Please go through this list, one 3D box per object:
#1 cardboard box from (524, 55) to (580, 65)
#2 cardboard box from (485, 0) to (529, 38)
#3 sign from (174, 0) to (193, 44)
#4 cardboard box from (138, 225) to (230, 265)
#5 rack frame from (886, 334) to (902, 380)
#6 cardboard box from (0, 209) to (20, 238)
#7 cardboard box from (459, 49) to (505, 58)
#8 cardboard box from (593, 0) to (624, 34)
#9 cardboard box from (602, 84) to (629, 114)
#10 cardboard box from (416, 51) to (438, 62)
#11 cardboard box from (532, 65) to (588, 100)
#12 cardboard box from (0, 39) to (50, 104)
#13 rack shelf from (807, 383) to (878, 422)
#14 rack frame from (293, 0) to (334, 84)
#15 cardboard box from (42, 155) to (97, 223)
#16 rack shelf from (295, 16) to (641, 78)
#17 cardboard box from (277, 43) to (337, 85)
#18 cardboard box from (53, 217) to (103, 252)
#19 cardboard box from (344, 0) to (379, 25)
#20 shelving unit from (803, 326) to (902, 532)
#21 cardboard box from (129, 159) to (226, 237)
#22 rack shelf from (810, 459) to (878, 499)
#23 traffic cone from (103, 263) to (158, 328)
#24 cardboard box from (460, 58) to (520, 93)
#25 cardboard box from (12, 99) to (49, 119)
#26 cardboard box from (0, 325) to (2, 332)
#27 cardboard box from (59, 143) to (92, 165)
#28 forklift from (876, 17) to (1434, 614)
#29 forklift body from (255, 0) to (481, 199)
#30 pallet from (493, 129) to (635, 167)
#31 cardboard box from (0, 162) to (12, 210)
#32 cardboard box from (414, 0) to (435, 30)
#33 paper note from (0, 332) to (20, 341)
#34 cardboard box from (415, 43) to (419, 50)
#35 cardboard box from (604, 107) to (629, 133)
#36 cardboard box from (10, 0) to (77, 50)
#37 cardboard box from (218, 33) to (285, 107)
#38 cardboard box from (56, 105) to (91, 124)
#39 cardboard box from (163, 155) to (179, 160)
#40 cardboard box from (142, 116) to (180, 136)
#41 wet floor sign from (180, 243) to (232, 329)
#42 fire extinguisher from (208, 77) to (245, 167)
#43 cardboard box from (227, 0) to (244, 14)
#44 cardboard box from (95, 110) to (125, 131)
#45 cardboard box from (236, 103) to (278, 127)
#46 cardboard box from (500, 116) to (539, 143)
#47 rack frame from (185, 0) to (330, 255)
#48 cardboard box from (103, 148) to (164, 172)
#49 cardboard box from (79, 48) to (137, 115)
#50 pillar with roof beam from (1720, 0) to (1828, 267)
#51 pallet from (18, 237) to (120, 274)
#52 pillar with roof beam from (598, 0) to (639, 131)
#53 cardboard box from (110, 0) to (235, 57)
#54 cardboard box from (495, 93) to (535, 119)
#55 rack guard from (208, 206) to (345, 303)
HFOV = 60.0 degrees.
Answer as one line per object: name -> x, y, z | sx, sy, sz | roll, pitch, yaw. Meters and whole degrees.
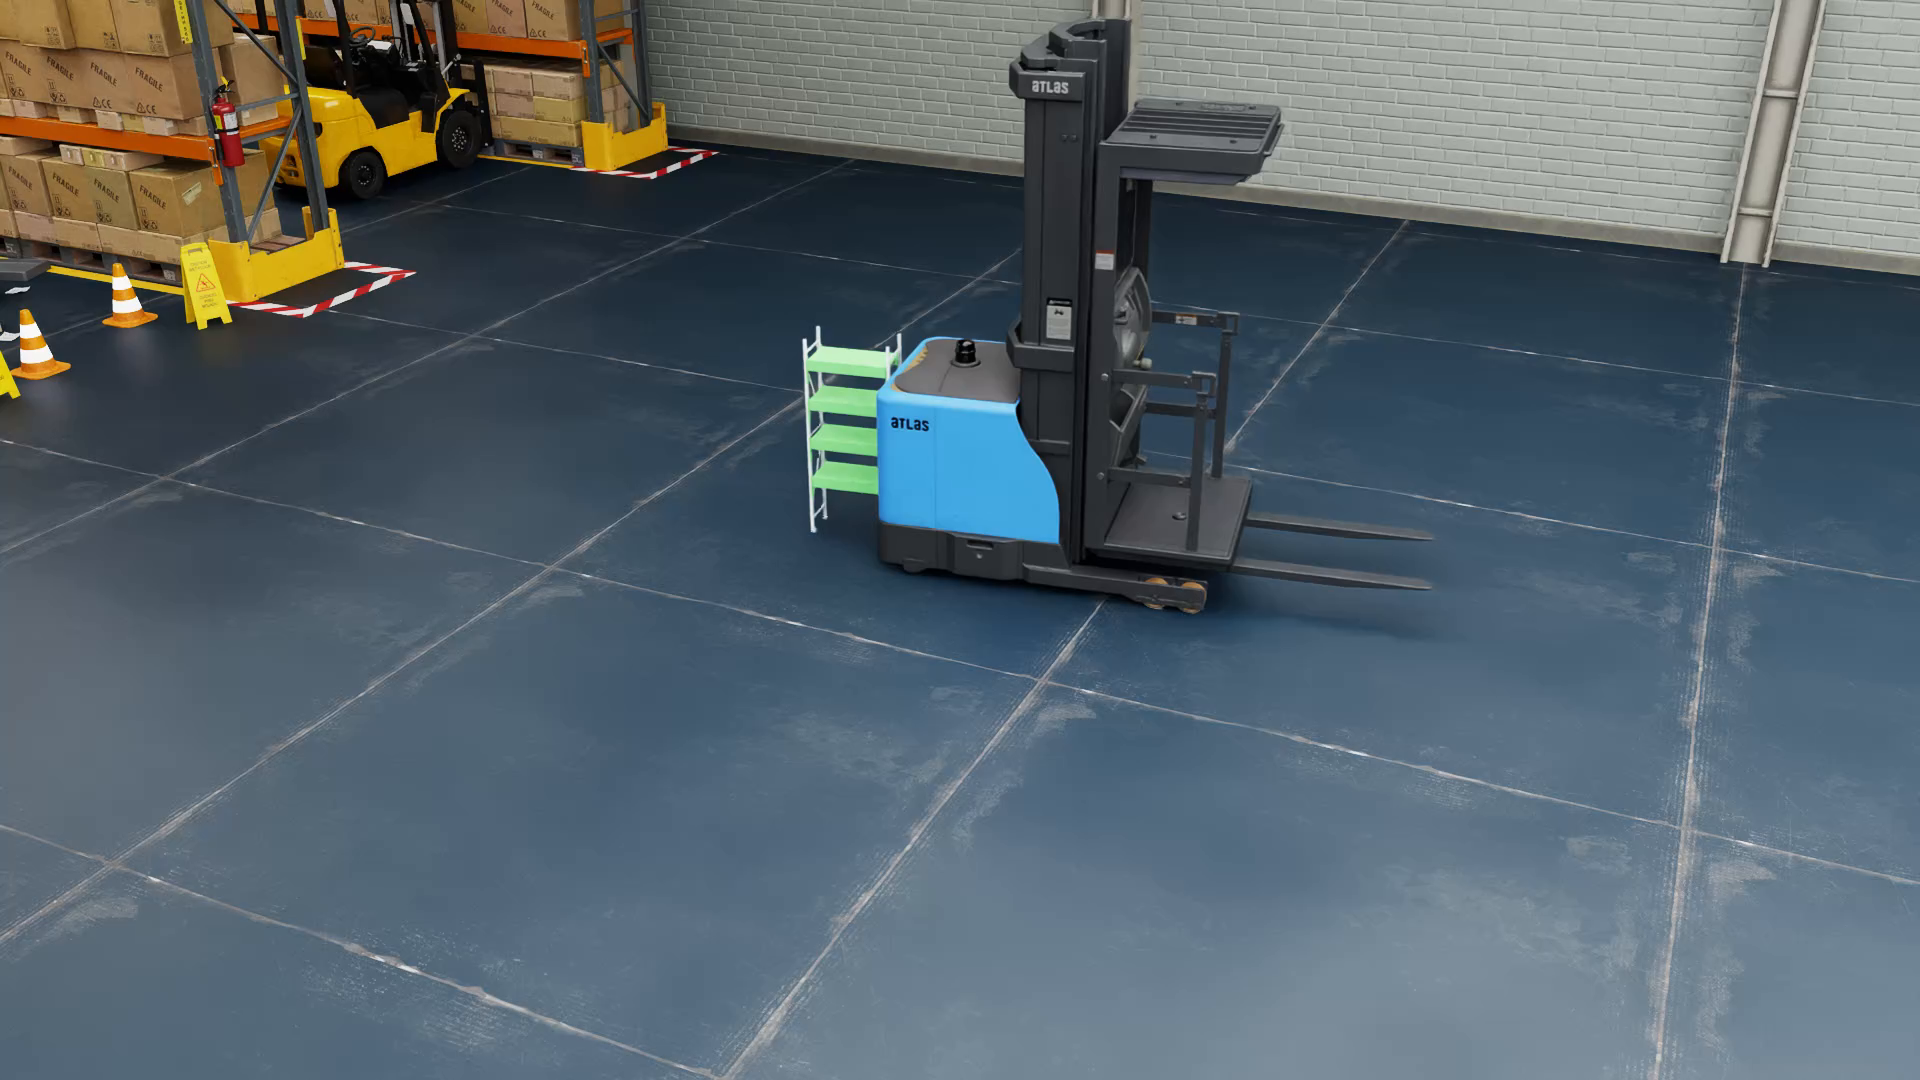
cardboard box -> -4.487, -5.201, 18.424 | 0.500, 0.250, 0.500 | 11, 28, 22
cardboard box -> -4.697, -5.672, 17.761 | 0.500, 0.500, 0.500 | 12, 29, 23
sign -> -5.971, -3.989, 12.788 | 0.005, 0.325, 0.100 | 11, 28, 22
cardboard box -> -6.592, -2.546, 14.163 | 0.500, 0.250, 0.500 | 11, 28, 22
rack frame -> -0.372, -0.578, 9.566 | 0.015, 1.200, 0.240 | 7, 27, 14
cardboard box -> -8.448, -2.924, 14.931 | 0.500, 0.250, 0.500 | 13, 29, 25
cardboard box -> -5.402, -5.393, 18.814 | 0.500, 0.250, 0.500 | 11, 28, 21
cardboard box -> -4.008, -5.791, 18.003 | 0.500, 0.500, 0.500 | 12, 29, 23
cardboard box -> -4.014, -4.893, 18.363 | 0.500, 0.250, 0.500 | 12, 29, 23
cardboard box -> -6.084, -5.280, 18.584 | 0.500, 0.250, 0.500 | 12, 29, 24
cardboard box -> -4.220, -4.906, 17.825 | 0.500, 0.250, 0.500 | 12, 29, 24
cardboard box -> -7.693, -4.001, 14.030 | 0.500, 0.500, 0.500 | 12, 29, 22
rack shelf -> -0.607, -0.765, 9.547 | 0.480, 0.148, 0.258 | 7, 27, 14
rack frame -> -7.313, -6.275, 19.100 | 0.127, 3.000, 1.000 | 11, 28, 22
cardboard box -> -7.493, -3.069, 14.377 | 0.500, 0.500, 0.500 | 11, 28, 21
rack shelf -> -5.492, -5.587, 18.516 | 4.000, 0.370, 1.077 | 11, 28, 22
cardboard box -> -7.793, -5.489, 19.716 | 0.625, 0.625, 0.875 | 13, 29, 24
cardboard box -> -7.517, -2.733, 14.543 | 0.500, 0.250, 0.500 | 10, 28, 20
cardboard box -> -6.536, -6.045, 18.520 | 0.500, 0.500, 0.500 | 12, 29, 23
shelving unit -> -0.607, -0.607, 9.625 | 0.503, 1.200, 0.258 | 7, 27, 14
cardboard box -> -6.560, -2.880, 13.993 | 0.500, 0.500, 0.500 | 12, 28, 22
rack shelf -> -0.607, -0.334, 9.759 | 0.480, 0.148, 0.258 | 7, 27, 14
traffic cone -> -6.649, -1.969, 13.226 | 0.334, 0.463, 0.336 | 11, 28, 22
cardboard box -> -5.151, -5.085, 18.189 | 0.500, 0.250, 0.500 | 12, 29, 22
cardboard box -> -7.809, -3.707, 14.168 | 0.250, 0.149, 0.380 | 11, 28, 22
cardboard box -> -7.752, -1.696, 13.026 | 0.380, 0.149, 0.250 | -18, 31, -31
cardboard box -> -7.389, -3.308, 14.126 | 0.250, 0.149, 0.380 | 13, 29, 24
forklift -> 1.106, -1.180, 8.829 | 3.031, 2.935, 1.130 | 7, 27, 14
forklift body -> -6.153, -4.776, 17.016 | 1.214, 2.155, 2.313 | 11, 28, 22
pallet -> -4.385, -4.416, 18.480 | 1.213, 0.211, 1.003 | 11, 28, 22
cardboard box -> -8.447, -3.260, 14.765 | 0.500, 0.500, 0.500 | 13, 29, 24
cardboard box -> -5.626, -5.853, 18.129 | 0.500, 0.500, 0.500 | 12, 28, 22
paper note -> -7.408, -1.588, 12.941 | 0.142, 0.019, 0.148 | 2, 26, 4
cardboard box -> -6.318, -5.580, 19.193 | 0.500, 0.250, 0.500 | 11, 28, 21
cardboard box -> -4.038, -4.667, 18.471 | 0.500, 0.250, 0.500 | 11, 28, 22
cardboard box -> -7.243, -4.327, 13.562 | 0.500, 0.500, 0.700 | 11, 28, 21
cardboard box -> -6.040, -3.924, 13.874 | 0.500, 0.500, 0.500 | 11, 28, 21
cardboard box -> -7.345, -3.623, 13.997 | 0.250, 0.149, 0.380 | 11, 28, 21
cardboard box -> -6.843, -3.195, 14.633 | 0.500, 0.500, 0.500 | 10, 28, 20
cardboard box -> -6.429, -3.419, 13.582 | 0.250, 0.149, 0.380 | 11, 28, 21
wet floor sign -> -5.993, -2.026, 13.135 | 0.232, 0.644, 0.267 | 23, 35, 39
fire extinguisher -> -5.810, -3.306, 13.158 | 0.183, 0.674, 0.296 | 11, 28, 22
cardboard box -> -8.340, -6.285, 19.289 | 0.500, 0.250, 0.500 | 11, 28, 22
cardboard box -> -6.900, -3.509, 13.766 | 0.250, 0.149, 0.380 | 12, 29, 23
cardboard box -> -5.947, -3.580, 13.910 | 0.250, 0.149, 0.380 | 11, 28, 22
cardboard box -> -4.679, -4.552, 18.238 | 0.500, 0.250, 0.500 | 11, 28, 22
rack frame -> -5.723, -3.547, 13.559 | 0.127, 3.000, 1.000 | 11, 28, 22
cardboard box -> -6.922, -3.211, 13.931 | 0.250, 0.149, 0.380 | 12, 29, 23
cardboard box -> -6.785, -3.808, 13.638 | 0.500, 0.500, 0.500 | 11, 28, 22
pillar with roof beam -> 5.209, -4.800, 9.312 | 0.400, 9.000, 9.100 | 11, 28, 22
pallet -> -7.624, -2.697, 14.988 | 1.213, 0.211, 1.003 | 11, 28, 22
pillar with roof beam -> -5.715, -6.994, 13.768 | 0.400, 9.000, 9.100 | 11, 28, 22
cardboard box -> -6.279, -4.180, 13.262 | 0.500, 0.500, 0.700 | 11, 28, 21
cardboard box -> -4.696, -4.782, 18.139 | 0.500, 0.250, 0.500 | 11, 28, 21
rack guard -> -5.792, -2.440, 14.140 | 0.348, 0.500, 1.175 | 11, 28, 22
